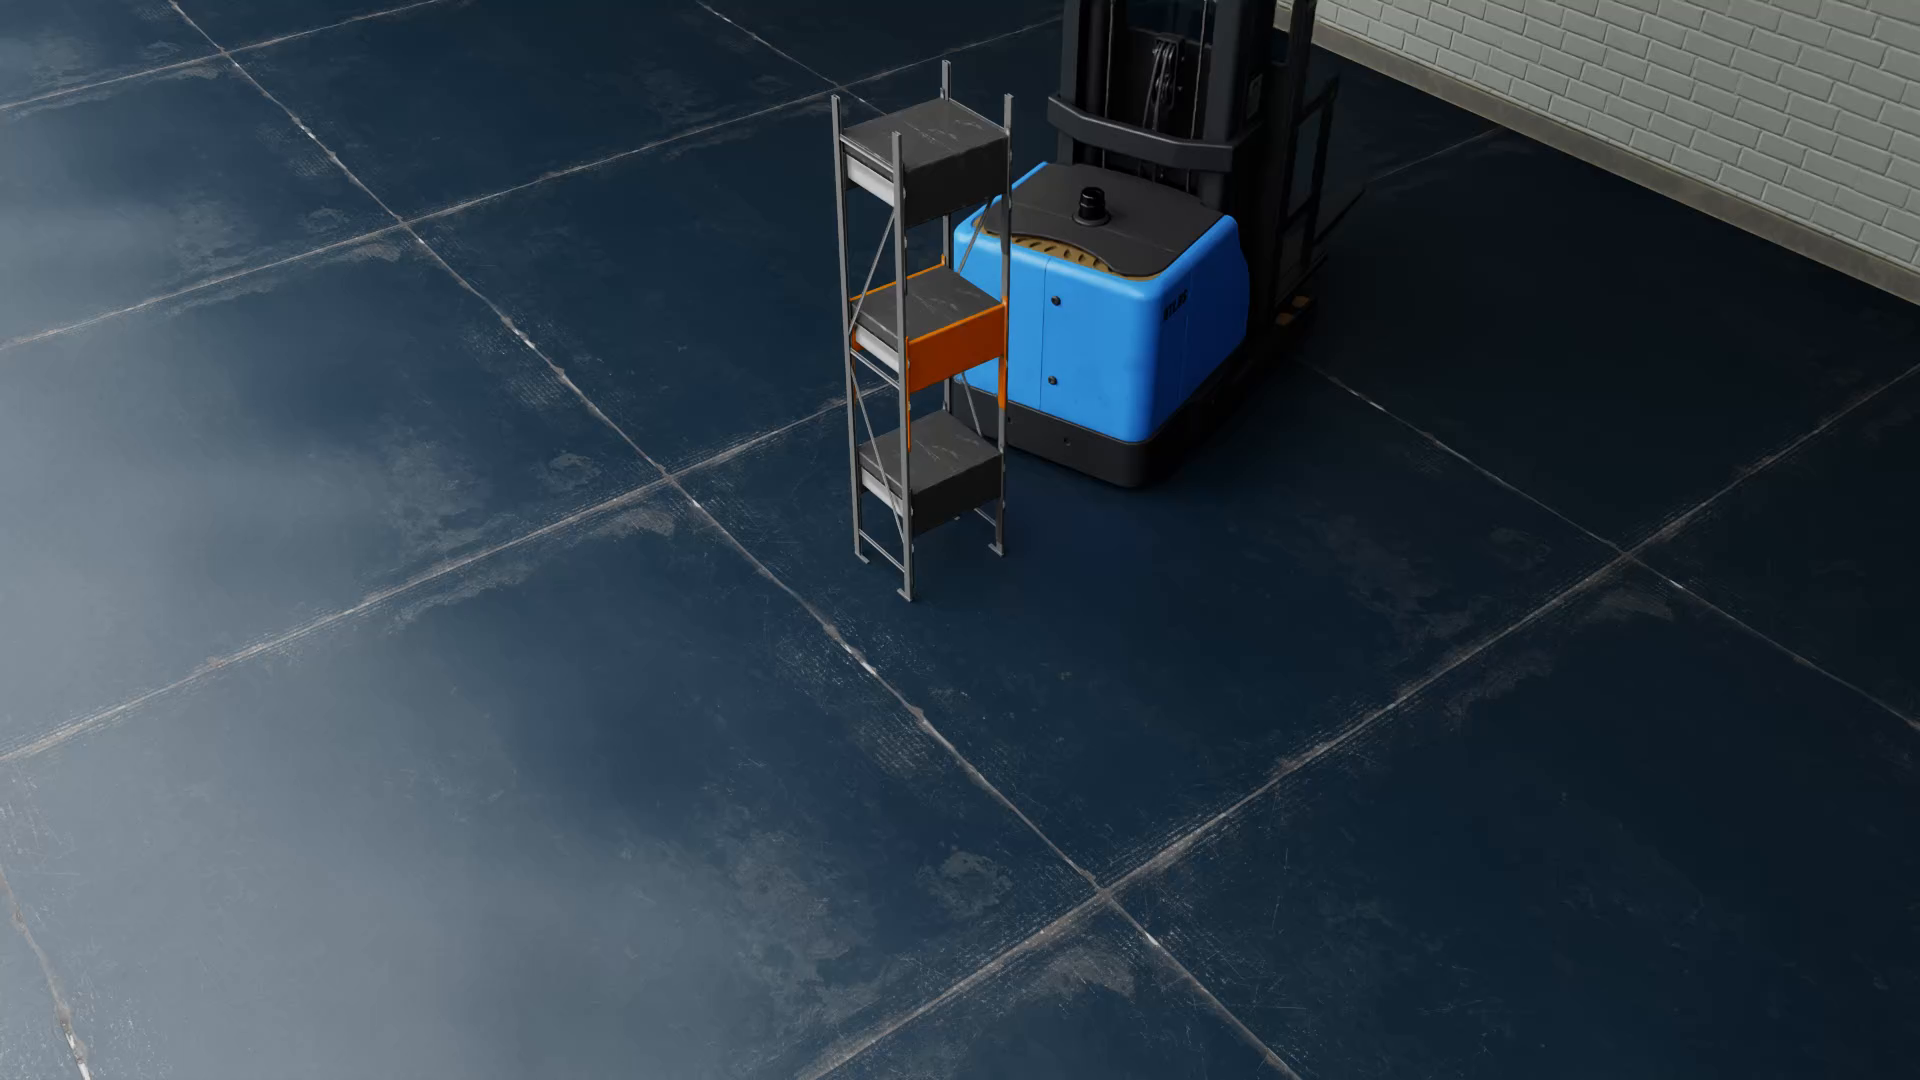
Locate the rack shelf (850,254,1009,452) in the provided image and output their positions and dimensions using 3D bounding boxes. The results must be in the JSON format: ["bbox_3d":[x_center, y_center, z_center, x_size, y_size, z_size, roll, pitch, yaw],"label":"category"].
[{"bbox_3d":[-0.131,-0.737,6.515,0.480,0.518,0.431,-26,46,-28],"label":"rack shelf"}]

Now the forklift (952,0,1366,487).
[{"bbox_3d":[1.178,-2.272,7.708,1.130,2.935,3.031,22,44,25],"label":"forklift"}]

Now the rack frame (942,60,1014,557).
[{"bbox_3d":[0.062,-0.842,6.621,0.015,2.100,0.400,-26,46,-28],"label":"rack frame"}]

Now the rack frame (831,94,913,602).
[{"bbox_3d":[-0.325,-0.654,6.391,0.015,2.100,0.400,-26,46,-28],"label":"rack frame"}]

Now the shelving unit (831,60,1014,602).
[{"bbox_3d":[-0.131,-0.748,6.506,0.503,2.100,0.431,-26,46,-28],"label":"shelving unit"}]

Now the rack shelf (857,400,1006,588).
[{"bbox_3d":[-0.131,-0.196,6.959,0.480,0.518,0.431,-26,46,-28],"label":"rack shelf"}]

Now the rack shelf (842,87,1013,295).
[{"bbox_3d":[-0.131,-1.278,6.071,0.480,0.518,0.431,-26,46,-28],"label":"rack shelf"}]
